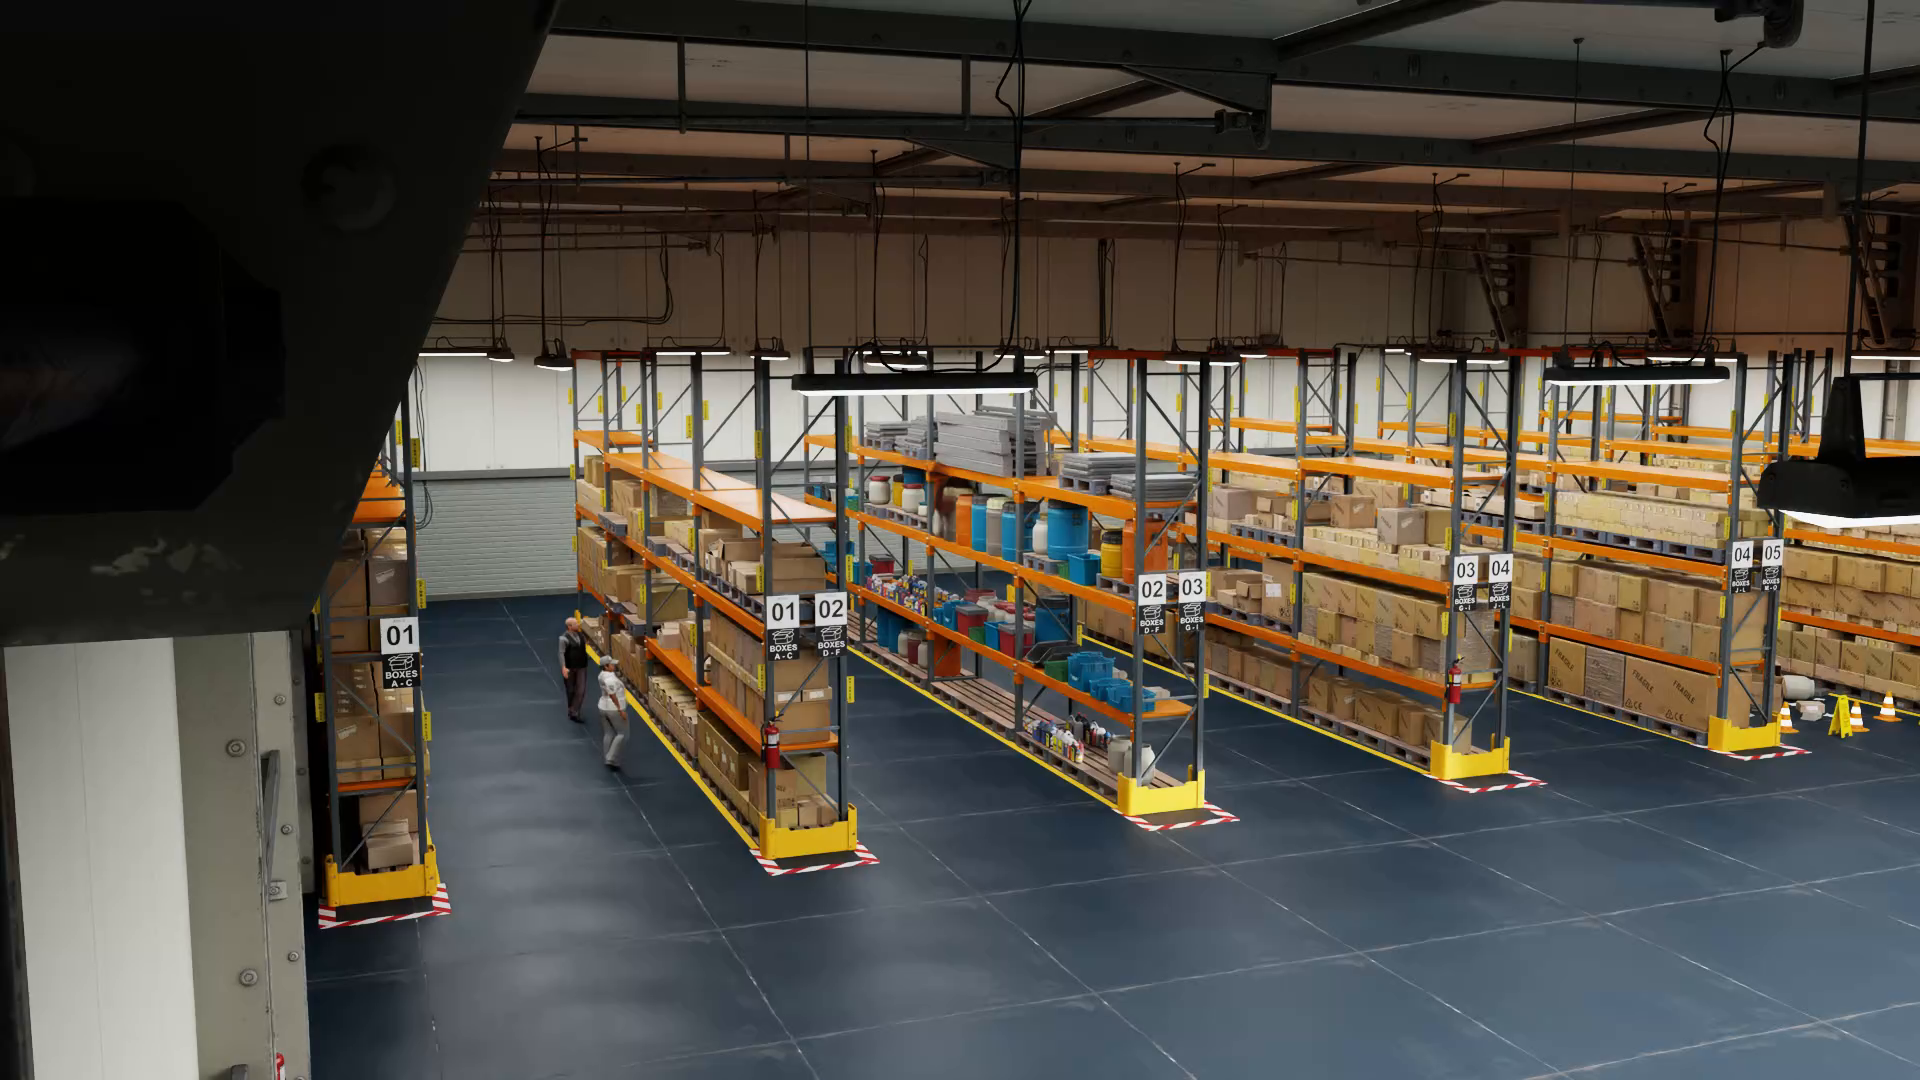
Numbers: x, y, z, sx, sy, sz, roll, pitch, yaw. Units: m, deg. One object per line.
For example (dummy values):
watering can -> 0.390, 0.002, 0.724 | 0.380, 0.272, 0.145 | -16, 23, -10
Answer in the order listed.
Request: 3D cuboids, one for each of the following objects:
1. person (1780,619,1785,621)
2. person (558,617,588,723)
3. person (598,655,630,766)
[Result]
person -> 16.903, 1.182, 34.271 | 0.617, 1.822, 0.542 | -4, 8, -31
person -> -6.336, 2.124, 27.225 | 0.552, 1.717, 0.699 | -4, 8, -30
person -> -5.065, 2.499, 24.271 | 0.515, 1.666, 0.445 | 7, 10, 44
